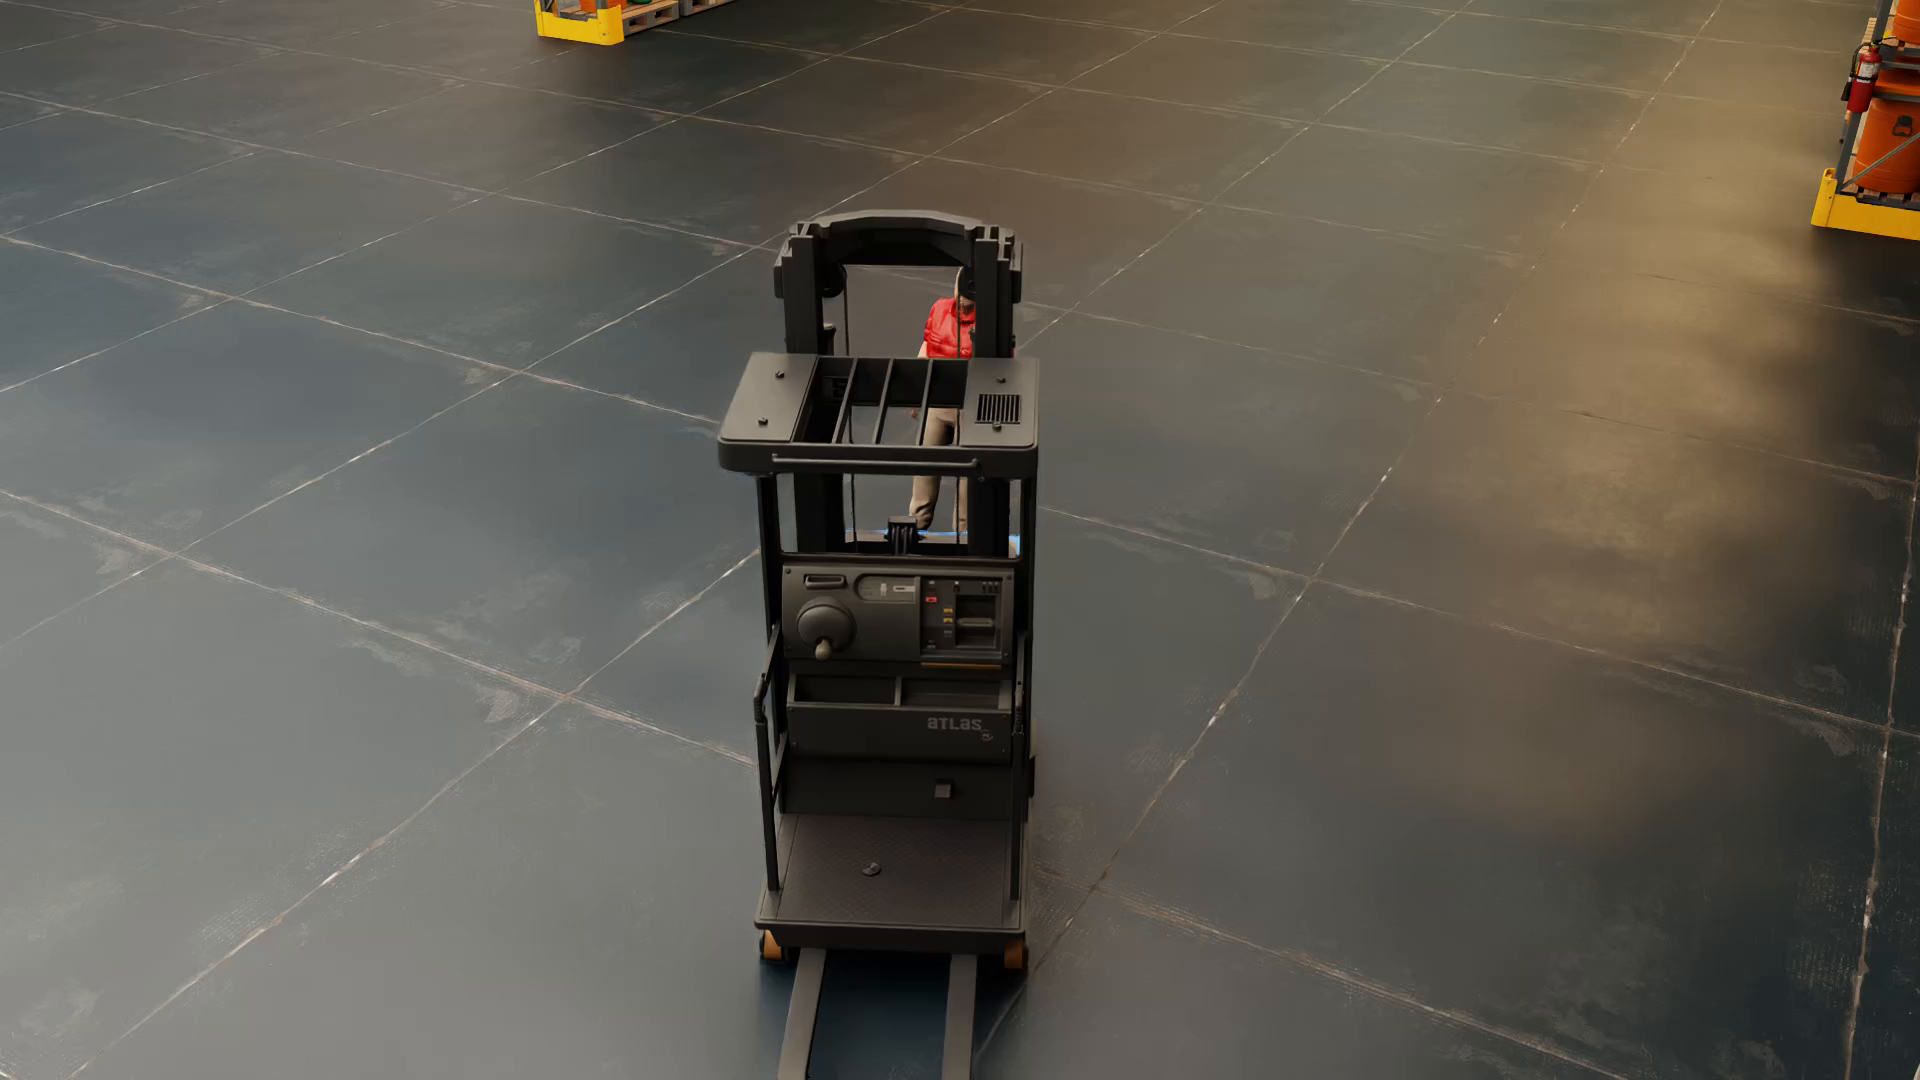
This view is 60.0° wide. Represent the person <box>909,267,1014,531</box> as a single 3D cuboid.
[{"bbox_3d":[-0.053,-0.719,9.504,0.642,1.727,0.550,15,33,25],"label":"person"}]

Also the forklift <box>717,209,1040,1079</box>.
[{"bbox_3d":[-0.258,0.345,6.473,1.130,2.935,3.031,2,30,3],"label":"forklift"}]
